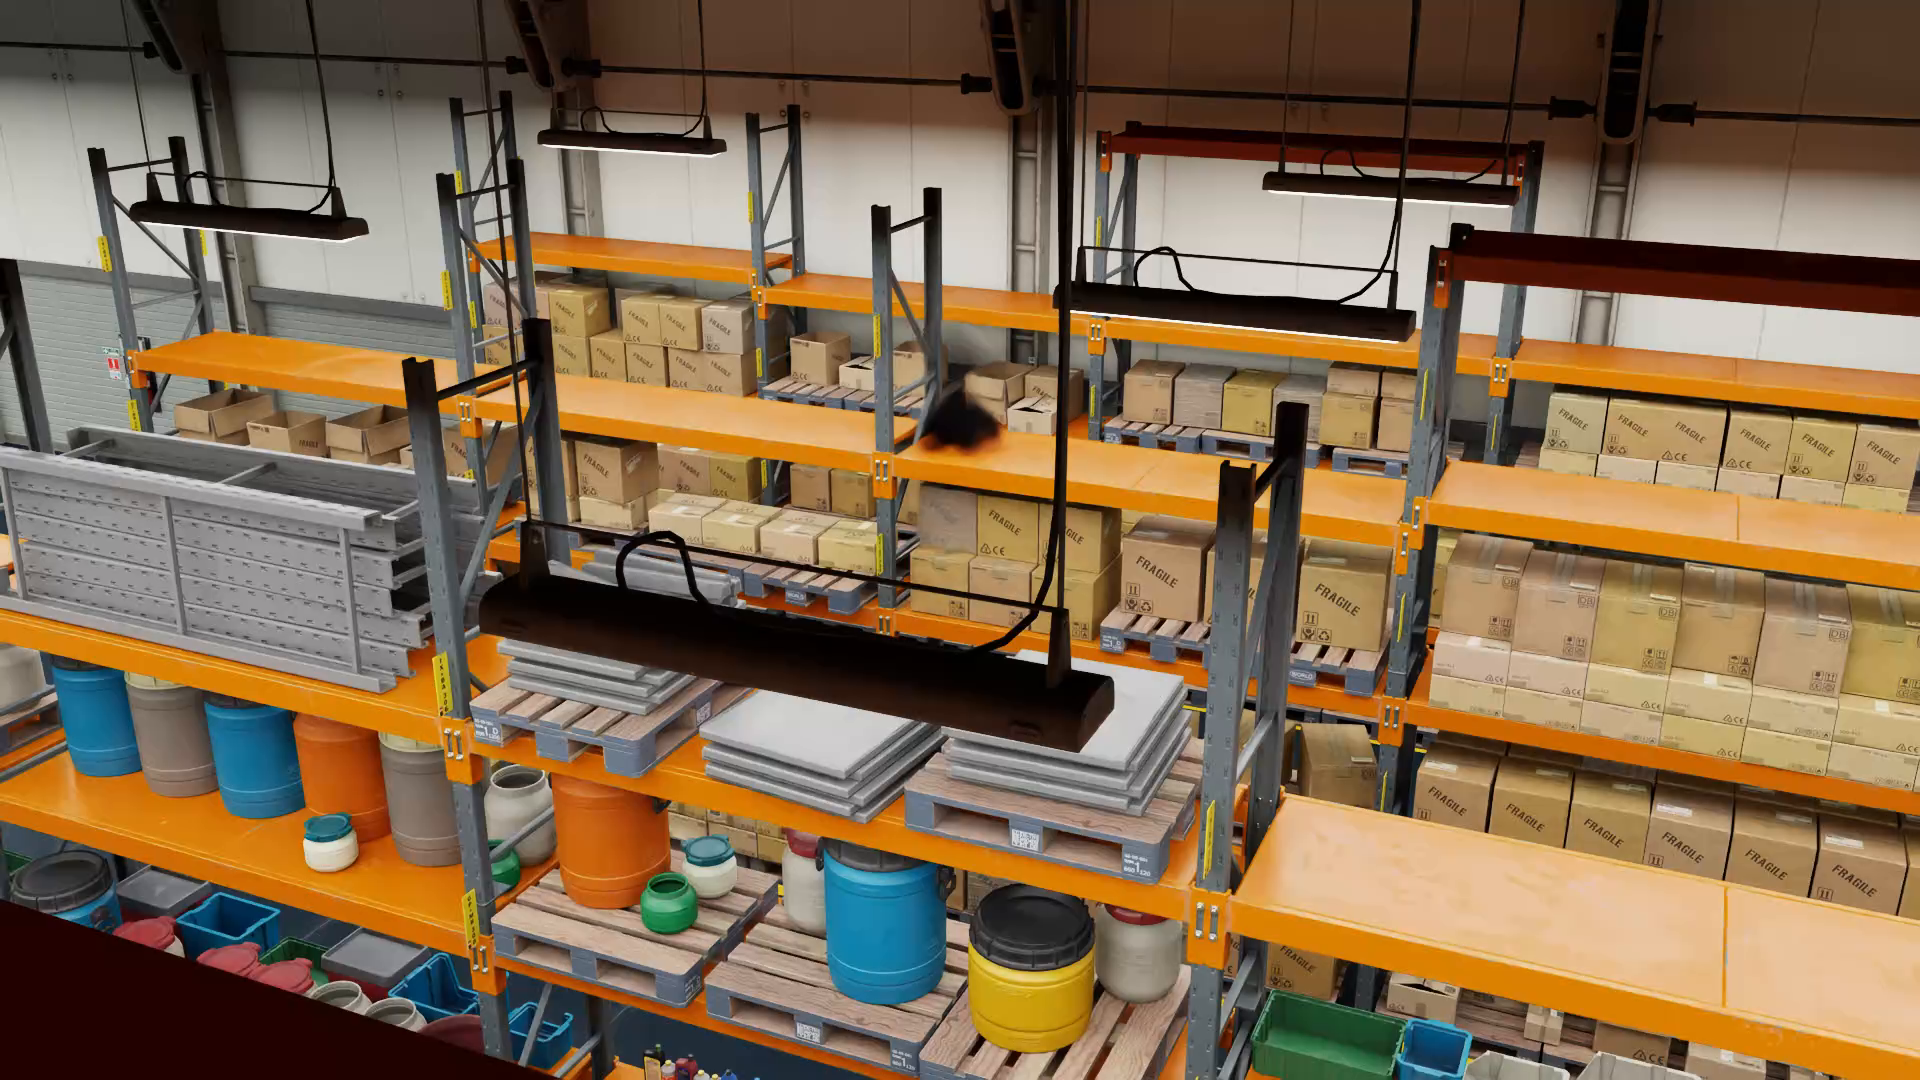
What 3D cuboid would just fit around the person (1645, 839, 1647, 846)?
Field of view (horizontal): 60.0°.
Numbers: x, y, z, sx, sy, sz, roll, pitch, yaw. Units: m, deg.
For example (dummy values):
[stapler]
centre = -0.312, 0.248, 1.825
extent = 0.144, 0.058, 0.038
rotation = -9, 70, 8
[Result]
[person]
centre = 6.371, 2.007, 14.805
extent = 0.876, 1.842, 0.658
rotation = 8, 22, 20
